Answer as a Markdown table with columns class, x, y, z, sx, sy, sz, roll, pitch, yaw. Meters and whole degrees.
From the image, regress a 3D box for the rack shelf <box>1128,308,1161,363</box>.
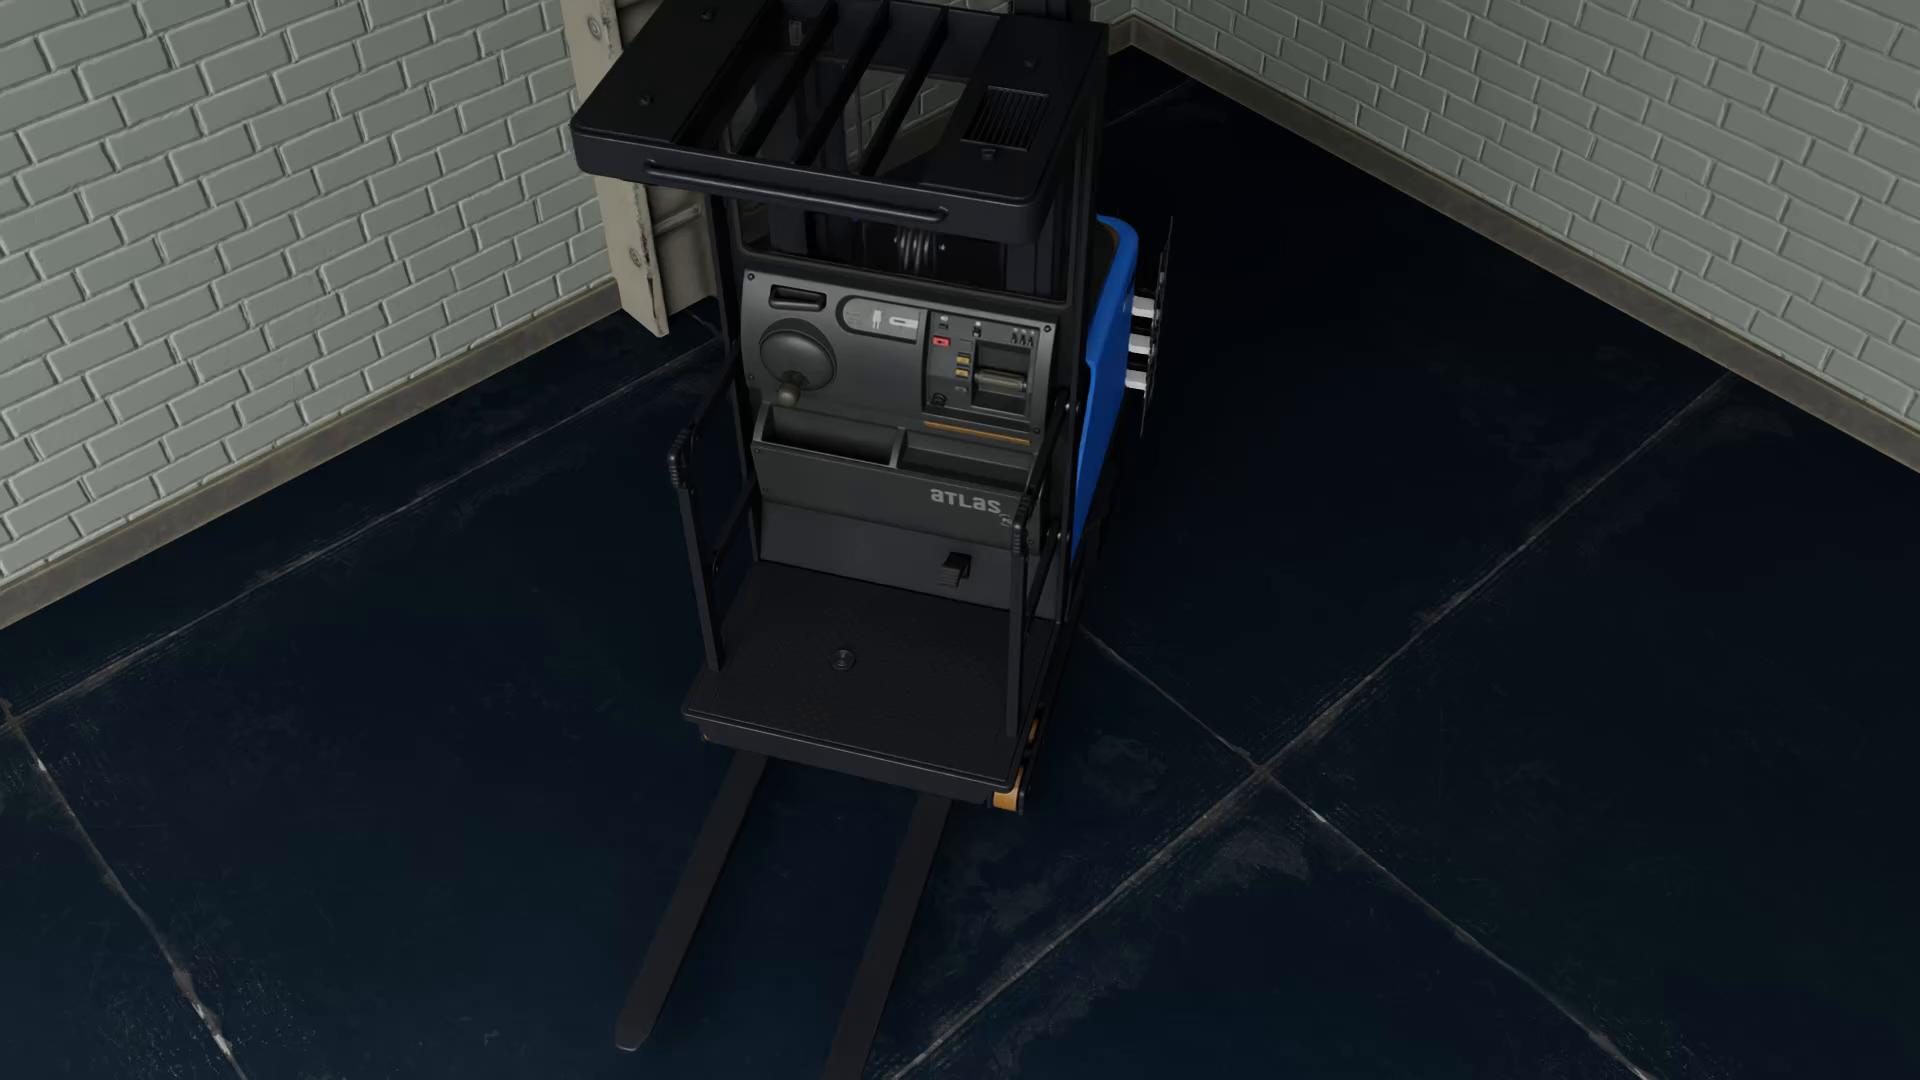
| class | x | y | z | sx | sy | sz | roll | pitch | yaw |
| --- | --- | --- | --- | --- | --- | --- | --- | --- | --- |
| rack shelf | 0.656 | -0.808 | 6.429 | 0.200 | 0.077 | 0.258 | 11 | 48 | 10 |

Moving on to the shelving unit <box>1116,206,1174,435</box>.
| class | x | y | z | sx | sy | sz | roll | pitch | yaw |
| --- | --- | --- | --- | --- | --- | --- | --- | --- | --- |
| shelving unit | 0.656 | -0.831 | 6.404 | 0.210 | 0.900 | 0.258 | 11 | 48 | 10 |

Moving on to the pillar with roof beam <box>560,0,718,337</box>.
| class | x | y | z | sx | sy | sz | roll | pitch | yaw |
| --- | --- | --- | --- | --- | --- | --- | --- | --- | --- |
| pillar with roof beam | 1.666 | -1.747 | 1.739 | 0.400 | 9.000 | 9.100 | -34 | 56 | -27 |

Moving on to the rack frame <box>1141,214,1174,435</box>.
| class | x | y | z | sx | sy | sz | roll | pitch | yaw |
| --- | --- | --- | --- | --- | --- | --- | --- | --- | --- |
| rack frame | 0.754 | -0.812 | 6.387 | 0.006 | 0.900 | 0.240 | 11 | 48 | 10 |

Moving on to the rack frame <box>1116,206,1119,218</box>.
| class | x | y | z | sx | sy | sz | roll | pitch | yaw |
| --- | --- | --- | --- | --- | --- | --- | --- | --- | --- |
| rack frame | 0.558 | -0.850 | 6.422 | 0.006 | 0.900 | 0.240 | 11 | 48 | 10 |

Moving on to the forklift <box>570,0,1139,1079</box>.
| class | x | y | z | sx | sy | sz | roll | pitch | yaw |
| --- | --- | --- | --- | --- | --- | --- | --- | --- | --- |
| forklift | -0.241 | -0.437 | 4.659 | 1.130 | 2.935 | 3.031 | 11 | 48 | 10 |

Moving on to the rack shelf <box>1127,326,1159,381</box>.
| class | x | y | z | sx | sy | sz | roll | pitch | yaw |
| --- | --- | --- | --- | --- | --- | --- | --- | --- | --- |
| rack shelf | 0.656 | -0.747 | 6.495 | 0.200 | 0.077 | 0.258 | 11 | 48 | 10 |

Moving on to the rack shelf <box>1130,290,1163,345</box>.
| class | x | y | z | sx | sy | sz | roll | pitch | yaw |
| --- | --- | --- | --- | --- | --- | --- | --- | --- | --- |
| rack shelf | 0.656 | -0.869 | 6.363 | 0.200 | 0.077 | 0.258 | 11 | 48 | 10 |

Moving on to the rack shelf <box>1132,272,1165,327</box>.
| class | x | y | z | sx | sy | sz | roll | pitch | yaw |
| --- | --- | --- | --- | --- | --- | --- | --- | --- | --- |
| rack shelf | 0.656 | -0.930 | 6.296 | 0.200 | 0.077 | 0.258 | 11 | 48 | 10 |

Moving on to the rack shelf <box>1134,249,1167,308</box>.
| class | x | y | z | sx | sy | sz | roll | pitch | yaw |
| --- | --- | --- | --- | --- | --- | --- | --- | --- | --- |
| rack shelf | 0.656 | -0.991 | 6.230 | 0.200 | 0.077 | 0.258 | 11 | 48 | 10 |

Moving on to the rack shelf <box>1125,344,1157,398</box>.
| class | x | y | z | sx | sy | sz | roll | pitch | yaw |
| --- | --- | --- | --- | --- | --- | --- | --- | --- | --- |
| rack shelf | 0.656 | -0.686 | 6.561 | 0.200 | 0.077 | 0.258 | 11 | 48 | 10 |
